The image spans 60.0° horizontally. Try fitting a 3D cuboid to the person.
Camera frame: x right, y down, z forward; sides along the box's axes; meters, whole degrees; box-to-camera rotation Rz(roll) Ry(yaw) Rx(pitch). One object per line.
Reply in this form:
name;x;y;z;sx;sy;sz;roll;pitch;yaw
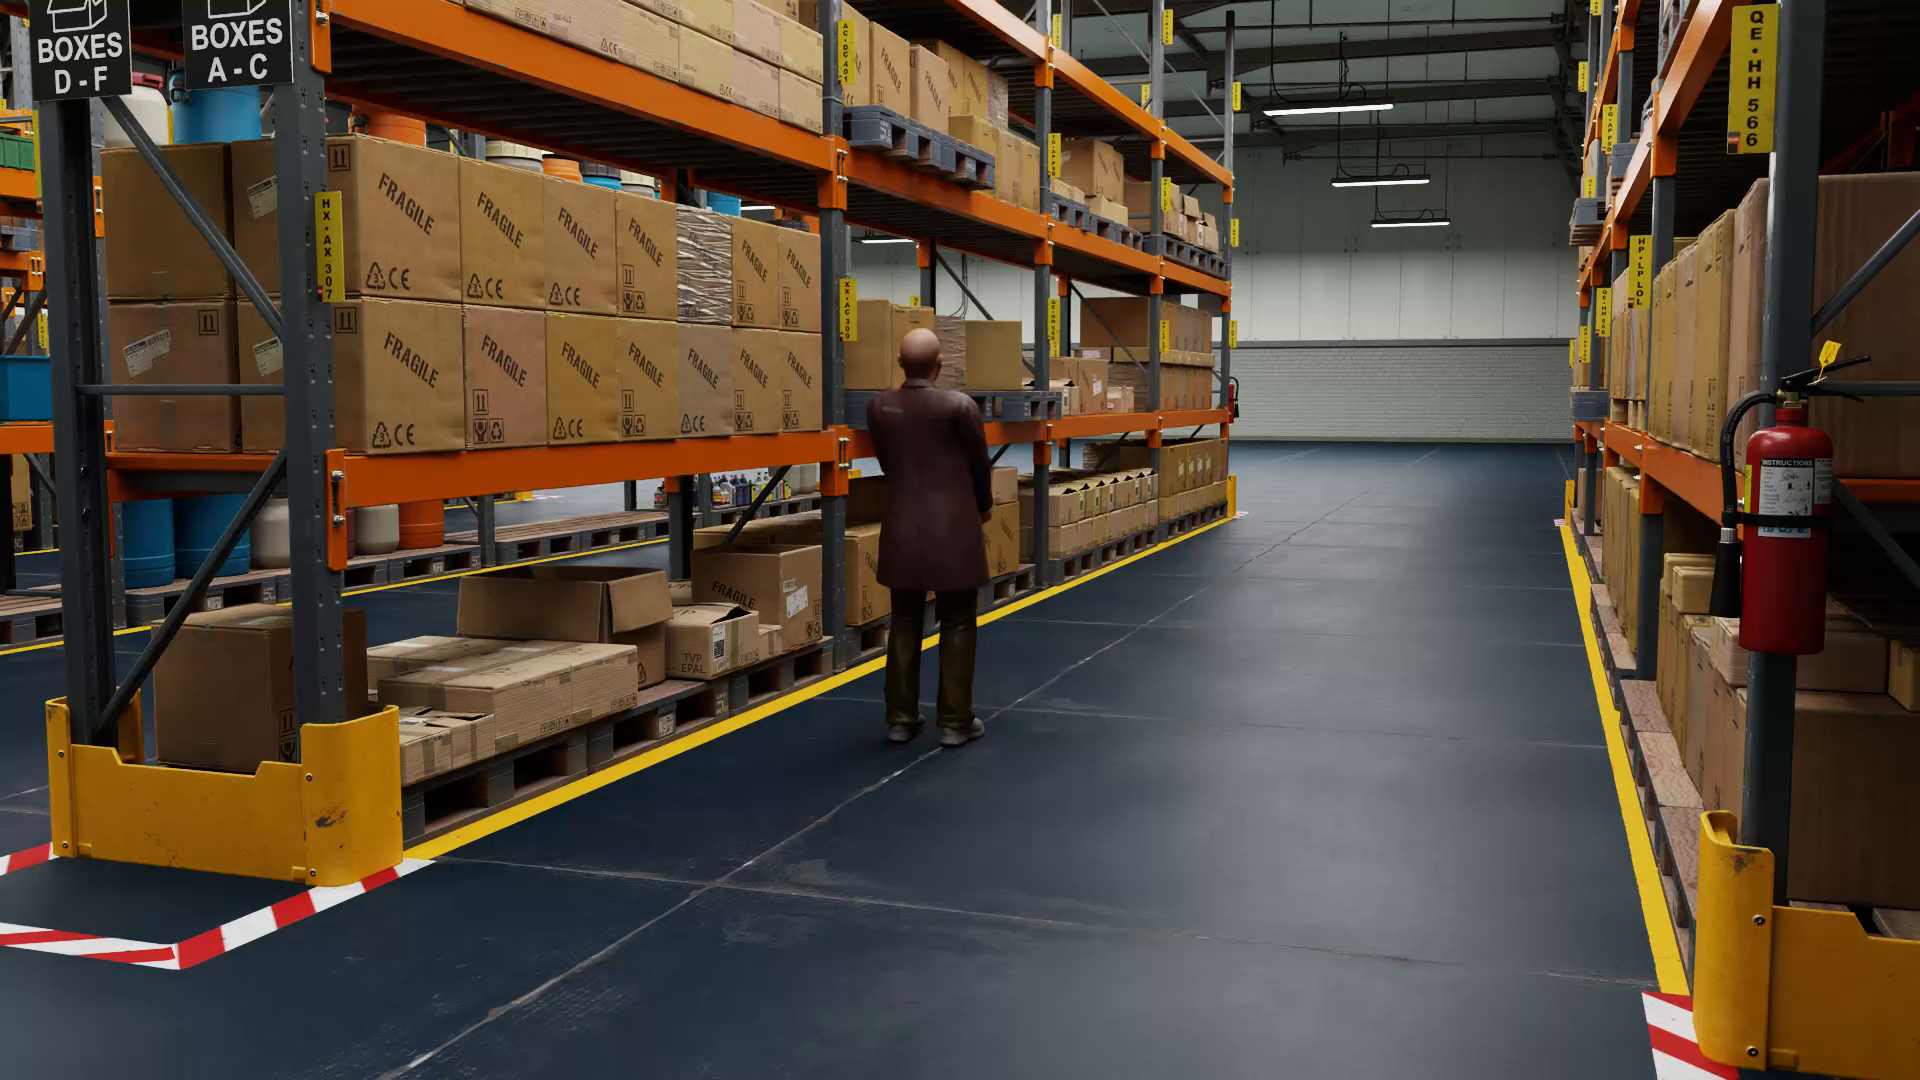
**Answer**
person;-0.097;-0.024;7.238;0.529;1.772;0.552;2;5;20
